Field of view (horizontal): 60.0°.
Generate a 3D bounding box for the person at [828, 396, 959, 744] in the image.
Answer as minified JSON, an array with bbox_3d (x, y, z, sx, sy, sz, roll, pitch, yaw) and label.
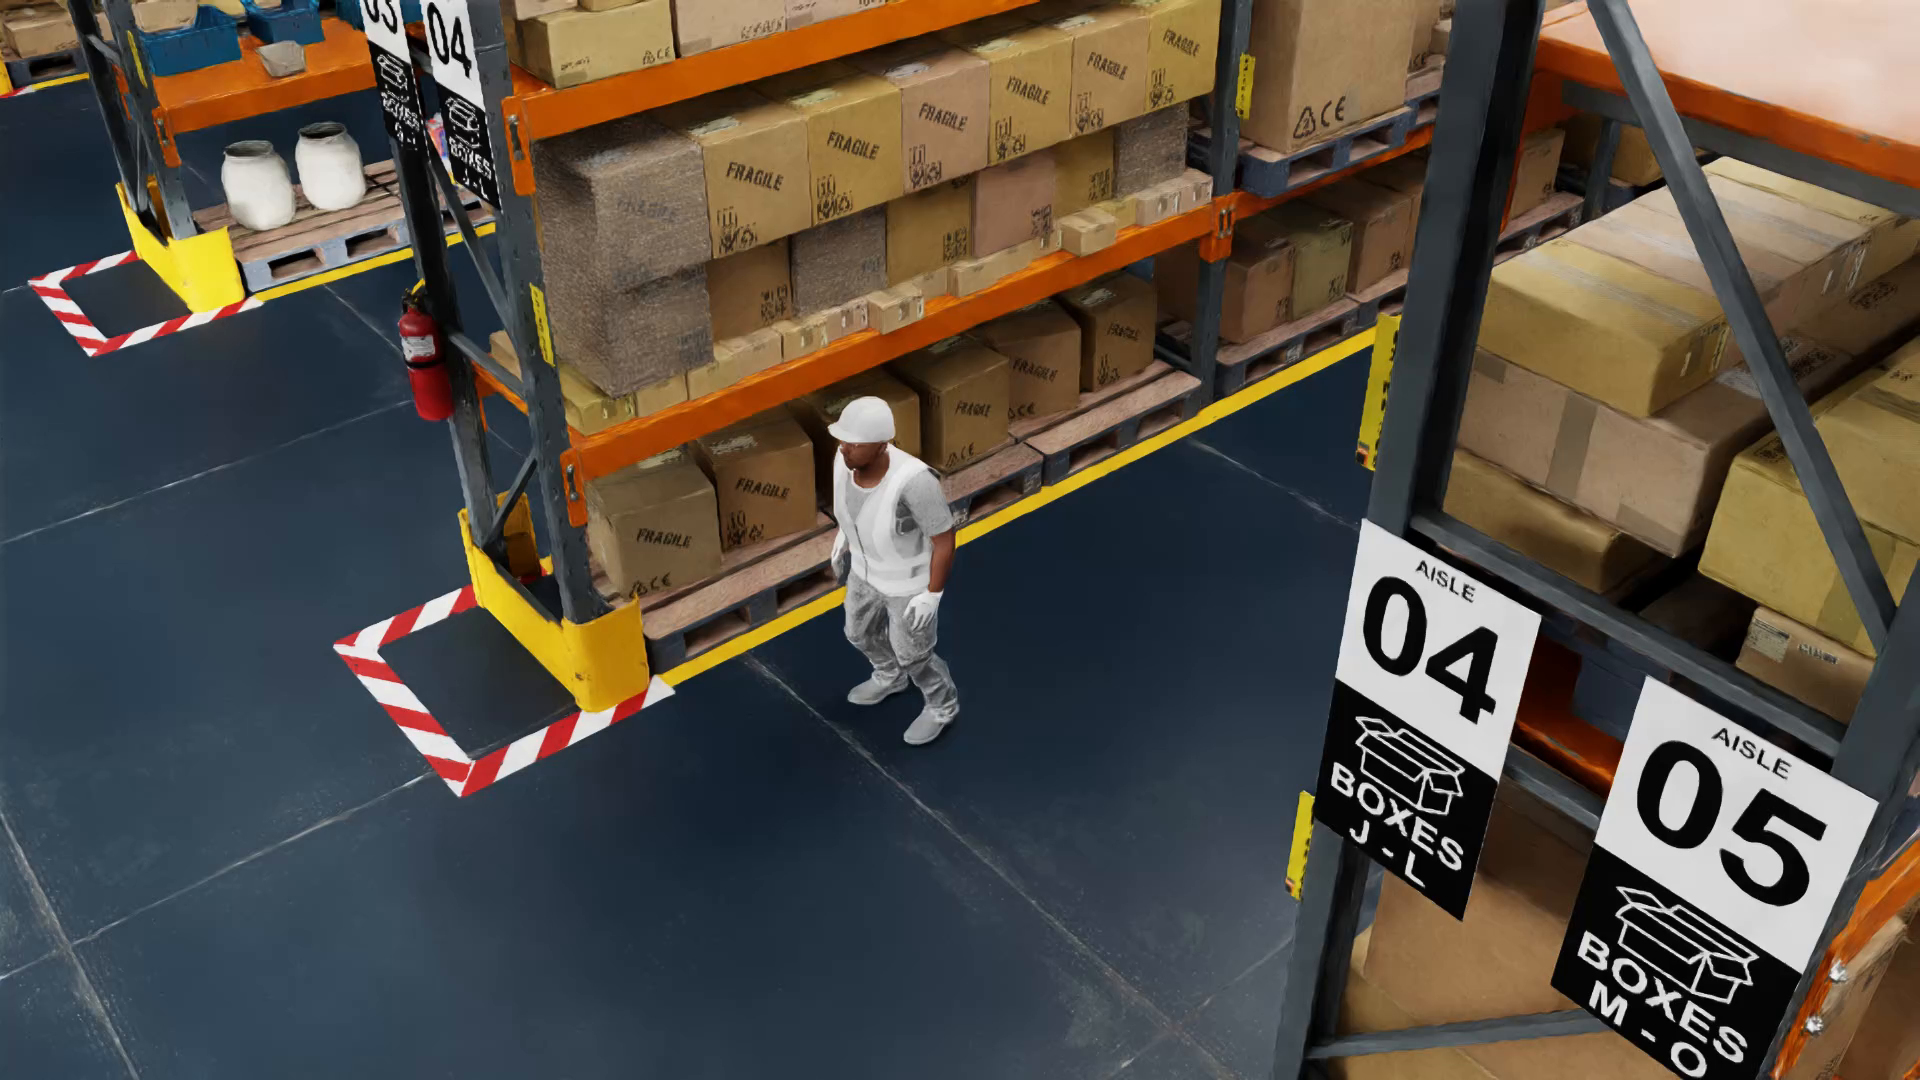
[{"bbox_3d":[-0.292,0.129,6.912,0.521,1.744,0.698,-28,44,-33],"label":"person"}]
